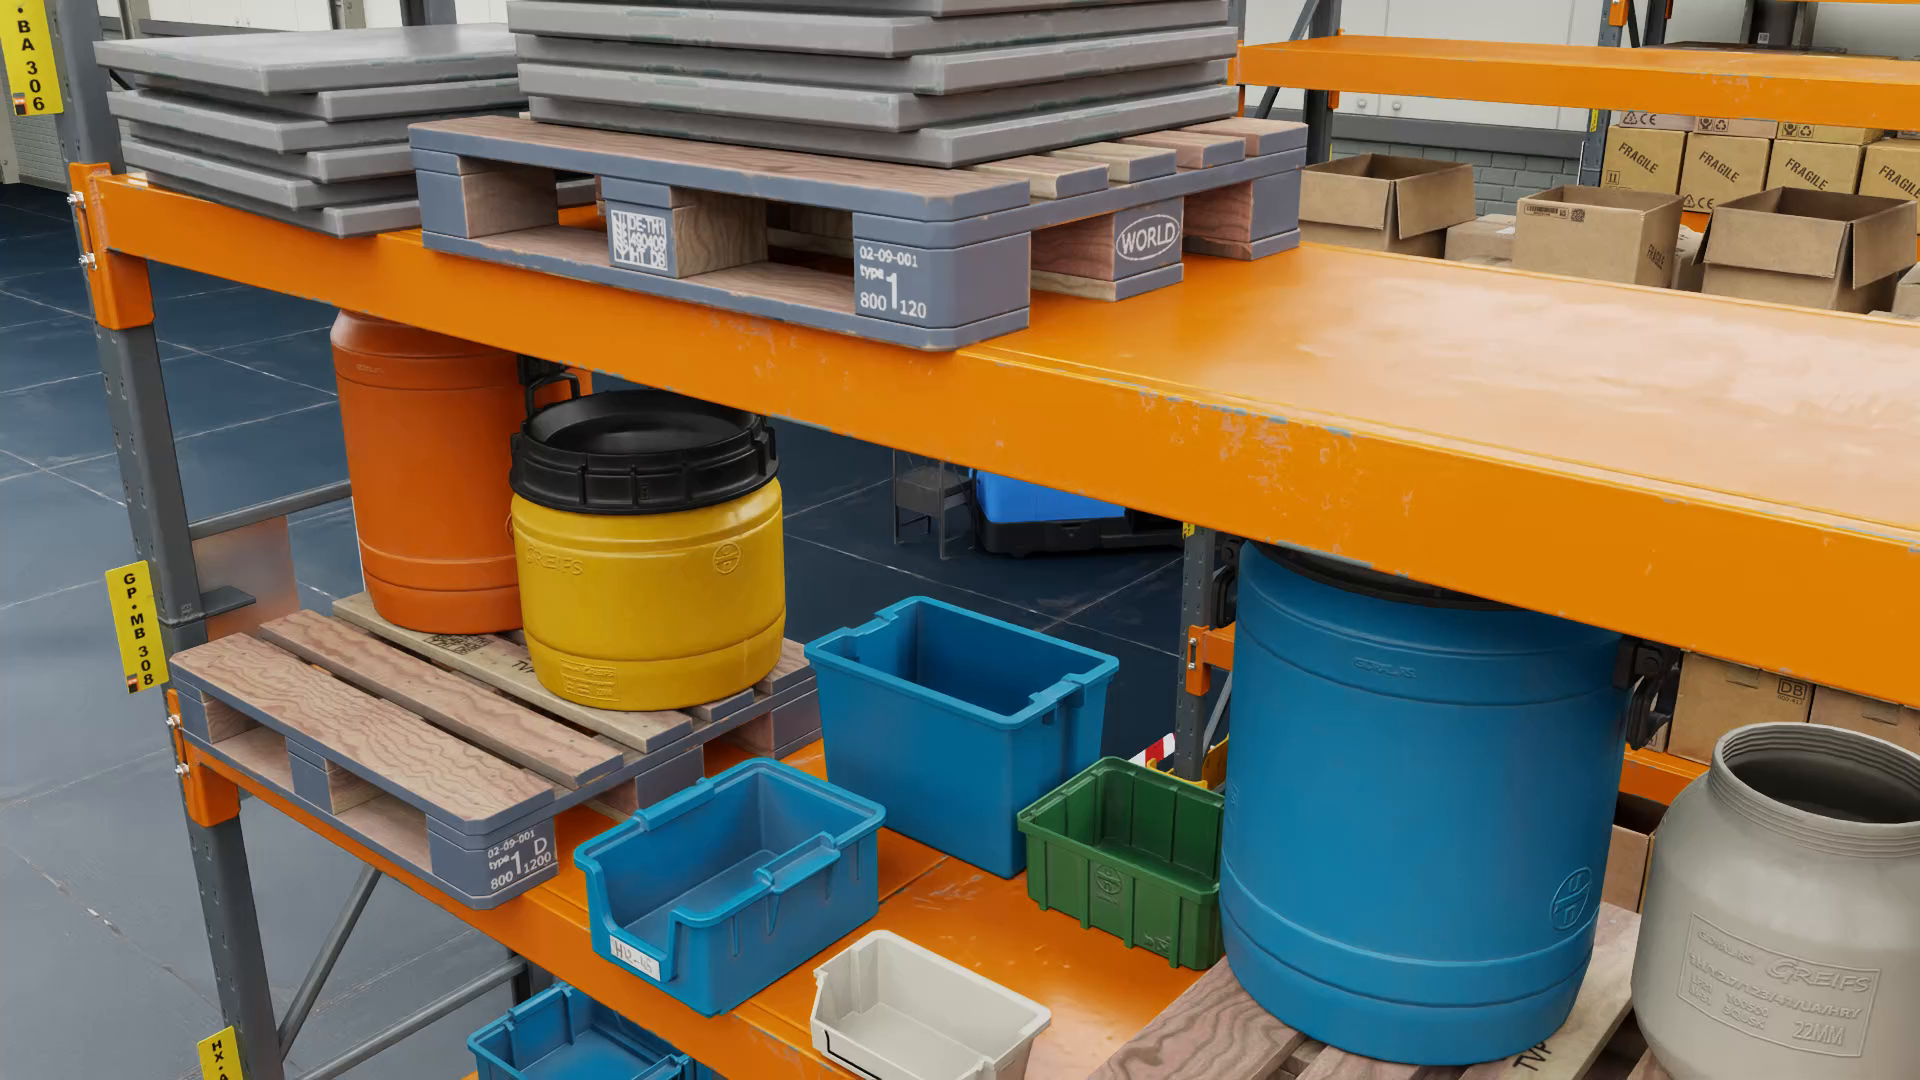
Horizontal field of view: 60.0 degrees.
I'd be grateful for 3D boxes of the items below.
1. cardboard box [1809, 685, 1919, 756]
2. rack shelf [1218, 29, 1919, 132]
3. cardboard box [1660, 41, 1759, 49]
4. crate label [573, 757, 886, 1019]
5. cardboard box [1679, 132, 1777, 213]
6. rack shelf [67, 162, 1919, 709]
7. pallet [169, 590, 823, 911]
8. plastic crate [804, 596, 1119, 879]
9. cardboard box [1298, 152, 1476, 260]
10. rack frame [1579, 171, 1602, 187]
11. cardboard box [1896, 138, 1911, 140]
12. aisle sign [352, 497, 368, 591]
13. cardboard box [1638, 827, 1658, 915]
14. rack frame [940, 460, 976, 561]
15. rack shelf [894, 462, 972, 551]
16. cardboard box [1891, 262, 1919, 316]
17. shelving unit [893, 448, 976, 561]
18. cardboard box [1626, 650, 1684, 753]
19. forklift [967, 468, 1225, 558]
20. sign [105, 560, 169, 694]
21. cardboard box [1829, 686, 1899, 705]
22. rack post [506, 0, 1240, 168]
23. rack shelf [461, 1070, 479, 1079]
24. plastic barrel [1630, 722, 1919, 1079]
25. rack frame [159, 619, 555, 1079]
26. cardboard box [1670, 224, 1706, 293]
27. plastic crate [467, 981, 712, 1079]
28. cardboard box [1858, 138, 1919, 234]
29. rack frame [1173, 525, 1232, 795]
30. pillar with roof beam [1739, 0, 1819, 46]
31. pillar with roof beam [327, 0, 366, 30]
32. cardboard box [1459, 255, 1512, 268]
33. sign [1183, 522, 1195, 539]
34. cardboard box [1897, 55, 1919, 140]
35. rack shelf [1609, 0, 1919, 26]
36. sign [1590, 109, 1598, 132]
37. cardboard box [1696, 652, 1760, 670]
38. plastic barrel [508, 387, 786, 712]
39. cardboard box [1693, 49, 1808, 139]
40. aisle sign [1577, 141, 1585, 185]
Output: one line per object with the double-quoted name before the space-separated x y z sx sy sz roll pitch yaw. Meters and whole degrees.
"cardboard box" 3.805 0.752 6.780 0.500 0.500 0.700 16 26 36
"rack shelf" 3.016 -1.717 6.554 4.000 0.370 1.077 16 26 36
"cardboard box" 5.096 -3.138 11.399 0.500 0.500 0.500 18 27 39
"crate label" -0.427 0.647 3.160 0.408 0.251 0.502 16 26 36
"cardboard box" 5.091 -2.422 10.919 0.500 0.500 0.500 18 27 40
"rack shelf" -0.118 -0.364 2.966 4.000 0.370 1.077 16 26 36
"pallet" -1.089 0.369 3.954 1.213 0.211 1.003 16 26 36
"plastic crate" 0.000 0.420 3.574 0.575 0.384 0.392 16 26 36
"cardboard box" 1.910 -1.464 7.609 0.637 0.503 0.797 18 27 40
"rack frame" 4.596 -1.235 12.192 0.127 3.000 1.000 16 26 36
"cardboard box" 6.289 -2.324 10.660 0.500 0.500 0.500 18 27 40
"aisle sign" -1.536 0.160 4.809 0.004 0.787 0.394 16 26 36
"cardboard box" 3.299 1.483 7.224 0.500 0.500 0.500 16 26 36
"rack frame" -0.013 -0.875 12.513 0.015 2.100 0.400 18 27 39
"rack shelf" -0.194 -0.265 12.918 0.480 0.518 0.431 18 27 39
"cardboard box" 3.924 -0.916 6.428 0.500 0.311 0.500 14 25 33
"shelving unit" -0.194 -0.933 12.666 0.503 2.100 0.431 18 27 39
"cardboard box" 3.022 0.526 7.382 0.500 0.500 0.700 17 27 38
"forklift" 1.625 -1.466 12.901 3.031 2.935 1.130 -3 21 -9
"sign" -2.019 0.215 4.083 0.005 0.325 0.100 16 26 36
"cardboard box" 3.621 0.488 6.561 0.250 0.149 0.380 16 26 36
"rack post" -0.147 -0.875 2.841 0.954 0.300 0.937 15 26 35
"rack shelf" -0.118 2.256 3.954 4.000 0.370 1.077 16 26 36
"plastic barrel" 1.222 0.564 2.418 0.421 0.512 0.421 0 21 0
"rack frame" -1.668 1.473 5.010 0.127 3.000 1.000 16 26 36
"cardboard box" 2.957 -1.195 7.167 0.500 0.311 0.500 -19 28 -40
"plastic crate" -1.091 1.573 4.957 0.616 0.251 0.499 16 26 36
"cardboard box" 5.924 -2.194 10.313 0.500 0.500 0.500 18 27 39
"rack frame" 1.467 0.120 8.599 0.127 3.000 1.000 16 26 36
"pillar with roof beam" 2.964 -2.945 8.226 0.400 9.000 9.100 16 26 36
"pillar with roof beam" -10.982 -6.961 18.875 0.400 9.000 9.100 16 26 36
"cardboard box" 2.267 -1.117 7.191 0.250 0.149 0.380 16 26 36
"sign" 1.111 -0.172 8.033 0.005 0.325 0.100 16 26 36
"cardboard box" 6.278 -2.789 10.474 0.500 0.500 0.500 16 26 36
"rack shelf" 6.146 -3.258 10.078 4.000 0.370 1.077 16 26 36
"sign" 4.253 -2.899 11.115 0.005 0.325 0.100 16 26 36
"cardboard box" 3.237 0.376 6.858 0.250 0.149 0.380 17 27 38
"plastic barrel" -0.704 0.005 3.791 0.600 0.588 0.600 0 21 0
"cardboard box" 5.098 -2.884 10.728 0.500 0.500 0.500 16 26 36
"aisle sign" 4.351 -2.385 11.558 0.004 0.787 0.394 16 26 36
